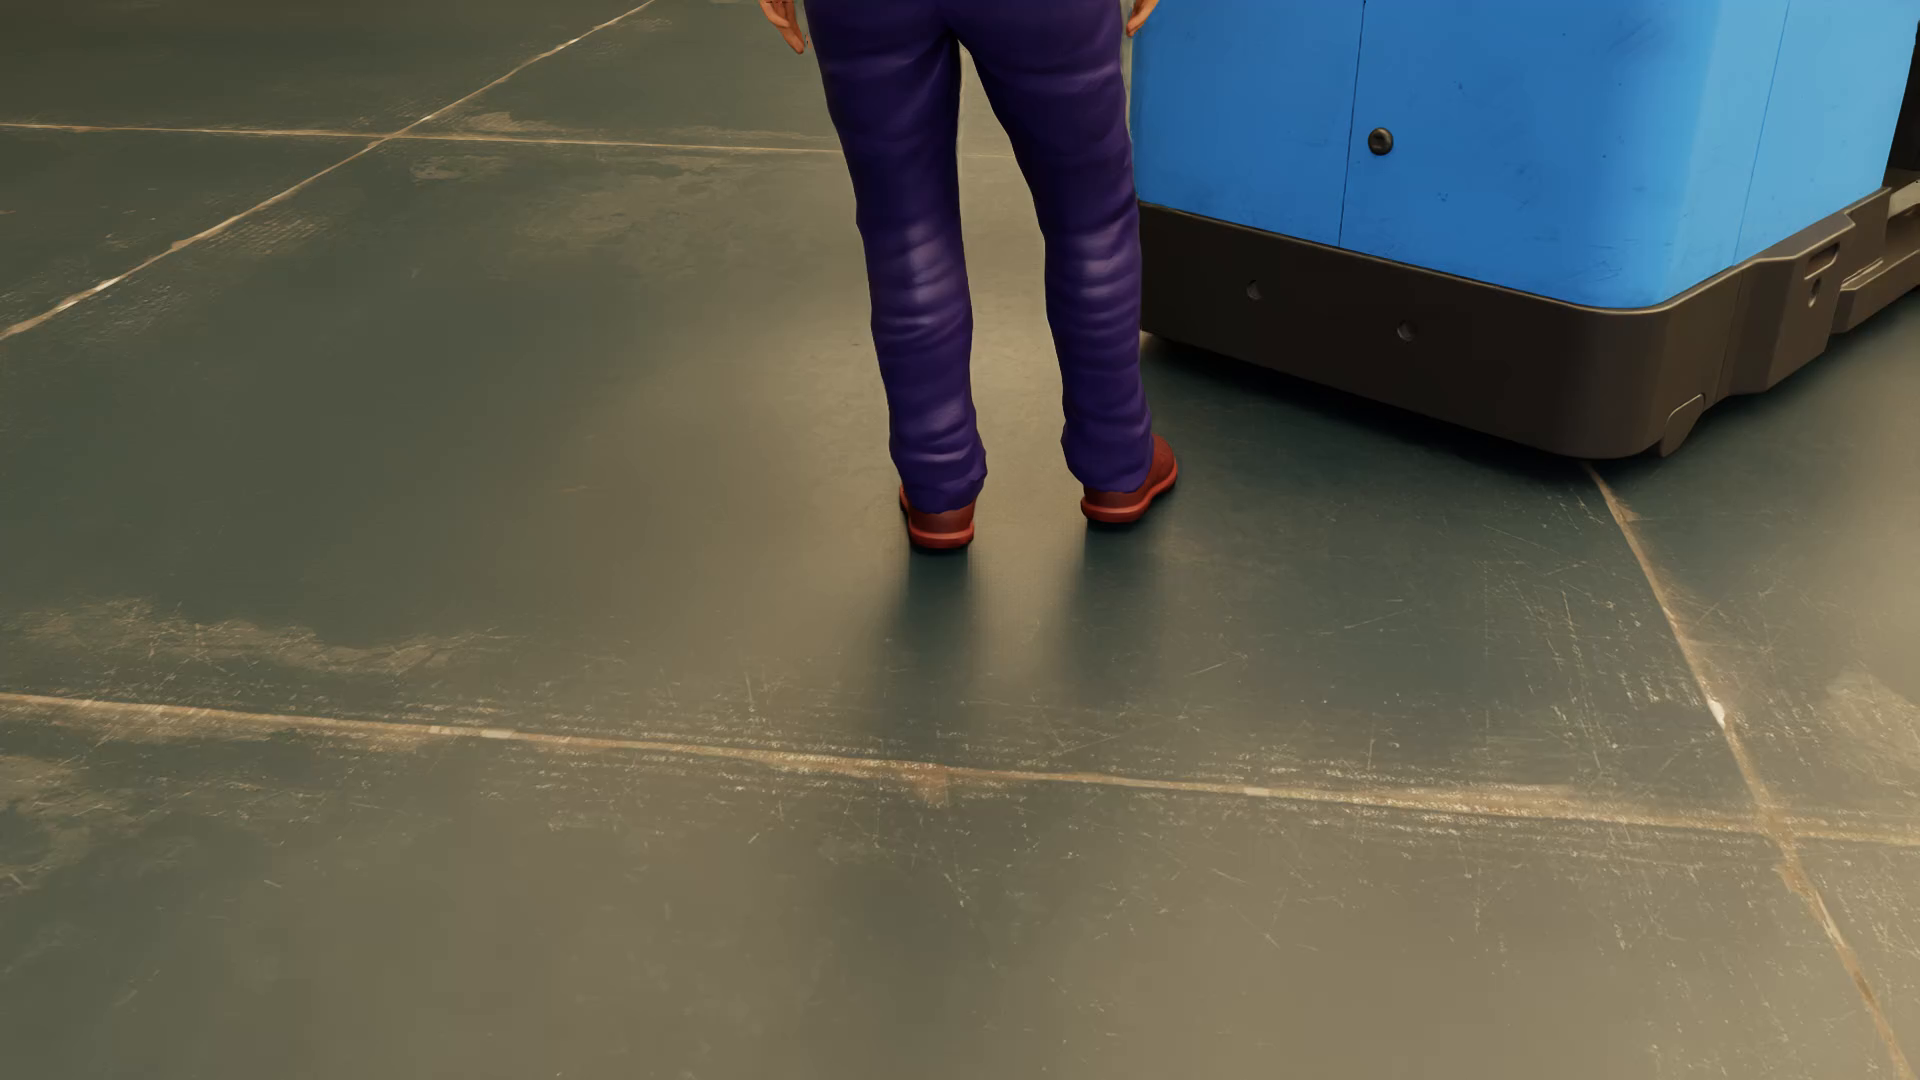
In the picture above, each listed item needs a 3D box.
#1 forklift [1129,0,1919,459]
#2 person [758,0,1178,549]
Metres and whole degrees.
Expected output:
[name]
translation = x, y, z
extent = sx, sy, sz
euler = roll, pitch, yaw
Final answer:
[forklift]
translation = 1.685, -1.999, 3.223
extent = 1.130, 2.935, 3.031
euler = 24, 35, 39
[person]
translation = 0.025, -0.782, 2.211
extent = 0.611, 1.651, 0.501
euler = 4, 27, 7
